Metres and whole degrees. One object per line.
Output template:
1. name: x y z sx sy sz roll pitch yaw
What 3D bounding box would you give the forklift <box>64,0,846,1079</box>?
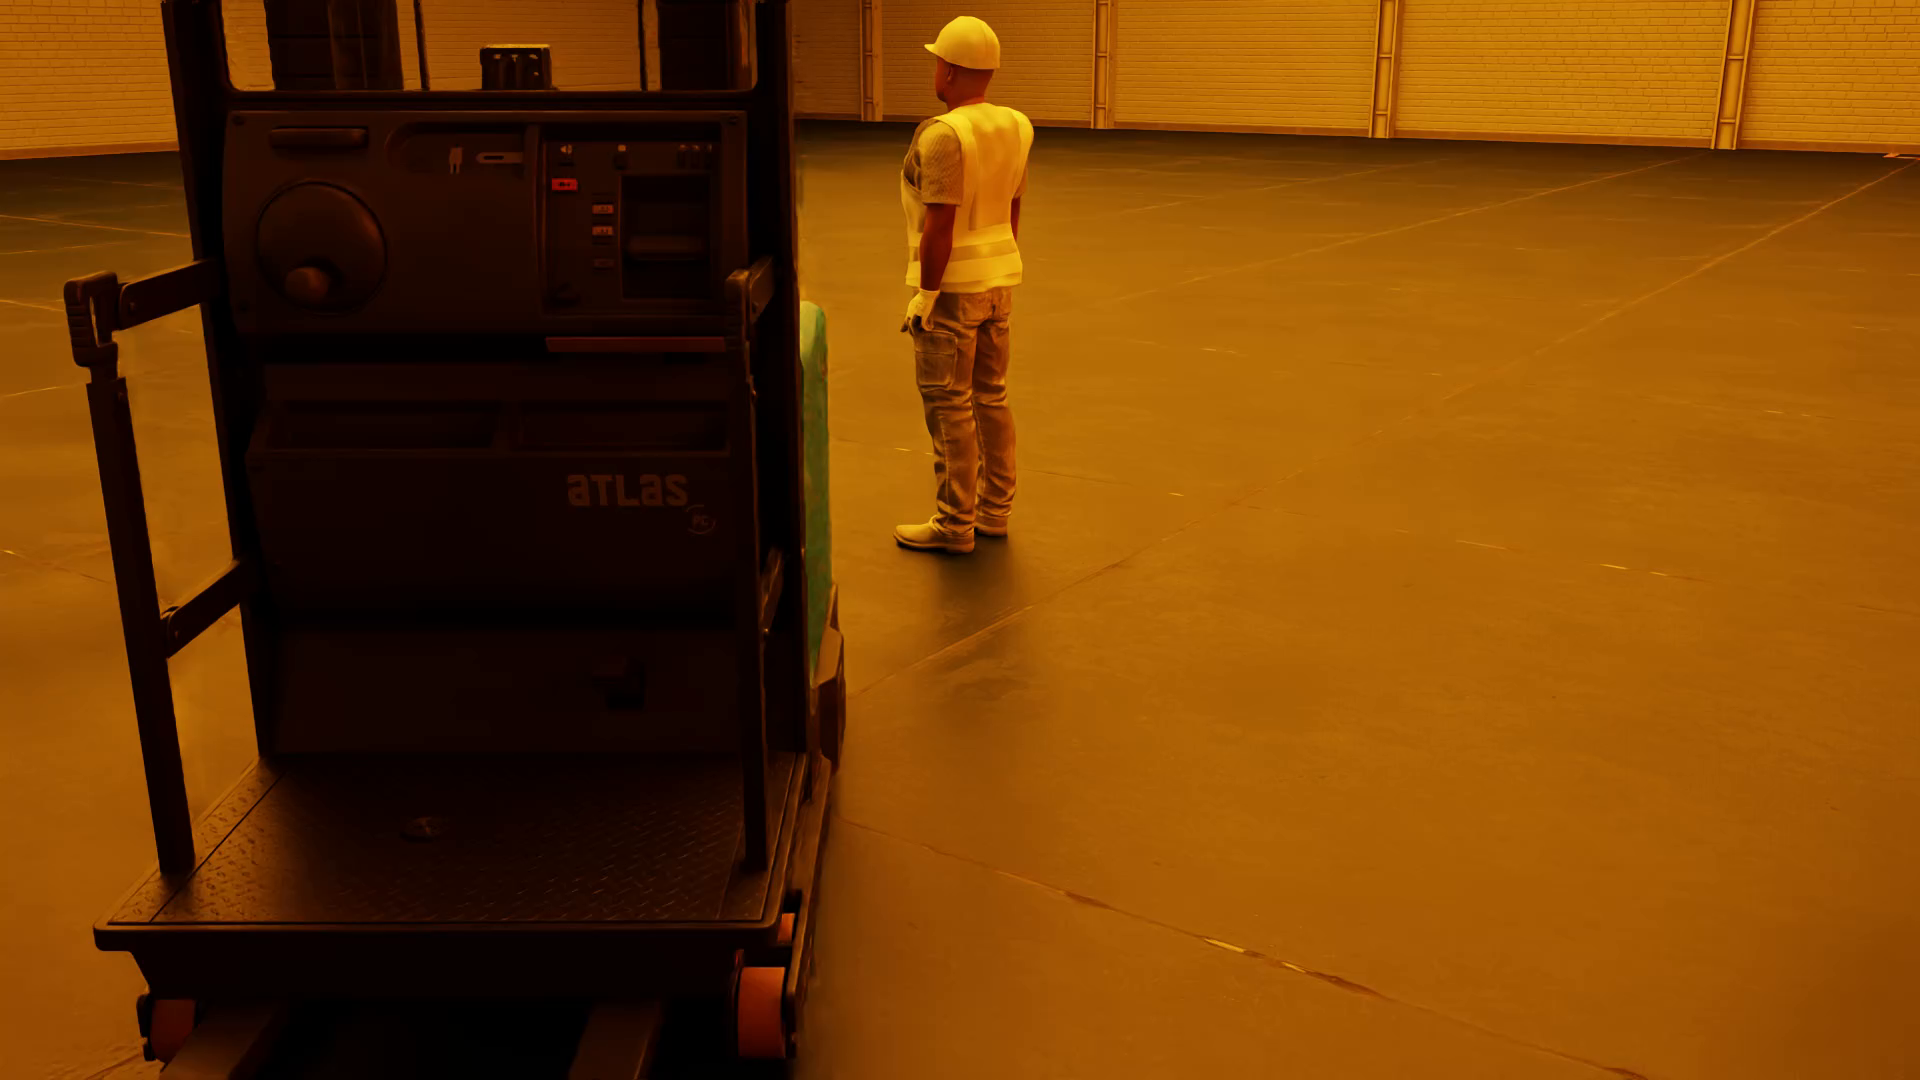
1. forklift: -0.841 -0.581 2.775 1.130 2.935 3.031 0 17 0

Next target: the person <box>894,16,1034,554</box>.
1. person: -0.010 -0.853 5.687 0.382 1.789 0.542 11 20 33
